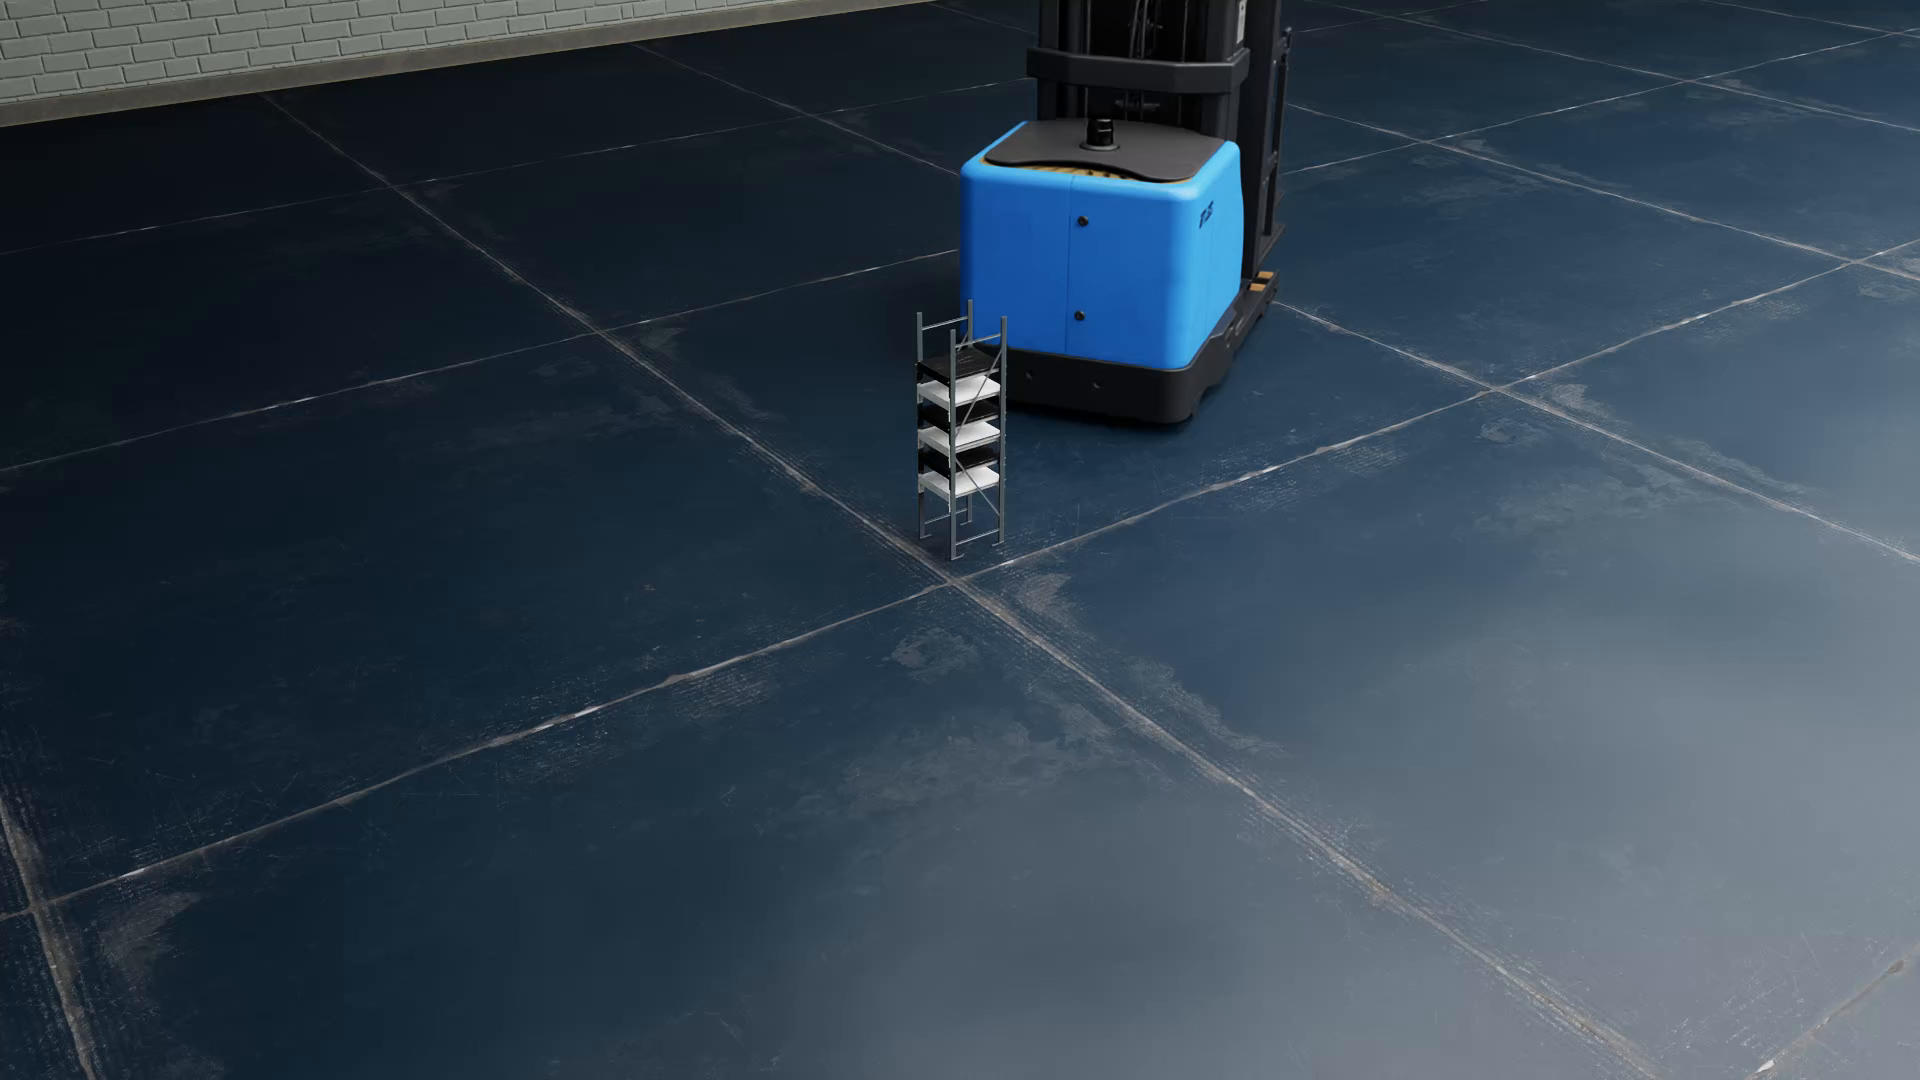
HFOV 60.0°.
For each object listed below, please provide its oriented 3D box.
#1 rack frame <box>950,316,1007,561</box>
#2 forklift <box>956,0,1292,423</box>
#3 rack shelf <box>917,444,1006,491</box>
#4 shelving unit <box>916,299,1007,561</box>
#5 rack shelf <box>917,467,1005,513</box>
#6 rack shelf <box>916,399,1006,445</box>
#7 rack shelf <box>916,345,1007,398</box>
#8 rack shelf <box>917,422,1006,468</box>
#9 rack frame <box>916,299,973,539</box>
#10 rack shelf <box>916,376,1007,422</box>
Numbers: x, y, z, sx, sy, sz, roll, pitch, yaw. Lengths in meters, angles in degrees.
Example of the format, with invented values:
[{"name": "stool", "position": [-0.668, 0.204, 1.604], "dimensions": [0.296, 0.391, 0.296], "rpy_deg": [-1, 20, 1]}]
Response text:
[{"name": "rack frame", "position": [0.064, -0.353, 5.957], "dimensions": [0.240, 0.900, 0.006], "rpy_deg": [-19, 34, -31]}, {"name": "forklift", "position": [0.985, -2.465, 7.718], "dimensions": [1.130, 2.935, 3.031], "rpy_deg": [10, 30, 18]}, {"name": "rack shelf", "position": [0.005, -0.284, 6.088], "dimensions": [0.258, 0.077, 0.200], "rpy_deg": [-19, 34, -31]}, {"name": "shelving unit", "position": [0.005, -0.392, 6.029], "dimensions": [0.258, 0.900, 0.210], "rpy_deg": [-19, 34, -31]}, {"name": "rack shelf", "position": [0.005, -0.205, 6.131], "dimensions": [0.258, 0.077, 0.200], "rpy_deg": [-19, 34, -31]}, {"name": "rack shelf", "position": [0.005, -0.442, 6.002], "dimensions": [0.258, 0.077, 0.200], "rpy_deg": [-19, 34, -31]}, {"name": "rack shelf", "position": [0.005, -0.600, 5.916], "dimensions": [0.258, 0.077, 0.200], "rpy_deg": [-19, 34, -31]}, {"name": "rack shelf", "position": [0.005, -0.363, 6.045], "dimensions": [0.258, 0.077, 0.200], "rpy_deg": [-19, 34, -31]}, {"name": "rack frame", "position": [-0.054, -0.432, 6.102], "dimensions": [0.240, 0.900, 0.006], "rpy_deg": [-19, 34, -31]}, {"name": "rack shelf", "position": [0.005, -0.521, 5.959], "dimensions": [0.258, 0.077, 0.200], "rpy_deg": [-19, 34, -31]}]
